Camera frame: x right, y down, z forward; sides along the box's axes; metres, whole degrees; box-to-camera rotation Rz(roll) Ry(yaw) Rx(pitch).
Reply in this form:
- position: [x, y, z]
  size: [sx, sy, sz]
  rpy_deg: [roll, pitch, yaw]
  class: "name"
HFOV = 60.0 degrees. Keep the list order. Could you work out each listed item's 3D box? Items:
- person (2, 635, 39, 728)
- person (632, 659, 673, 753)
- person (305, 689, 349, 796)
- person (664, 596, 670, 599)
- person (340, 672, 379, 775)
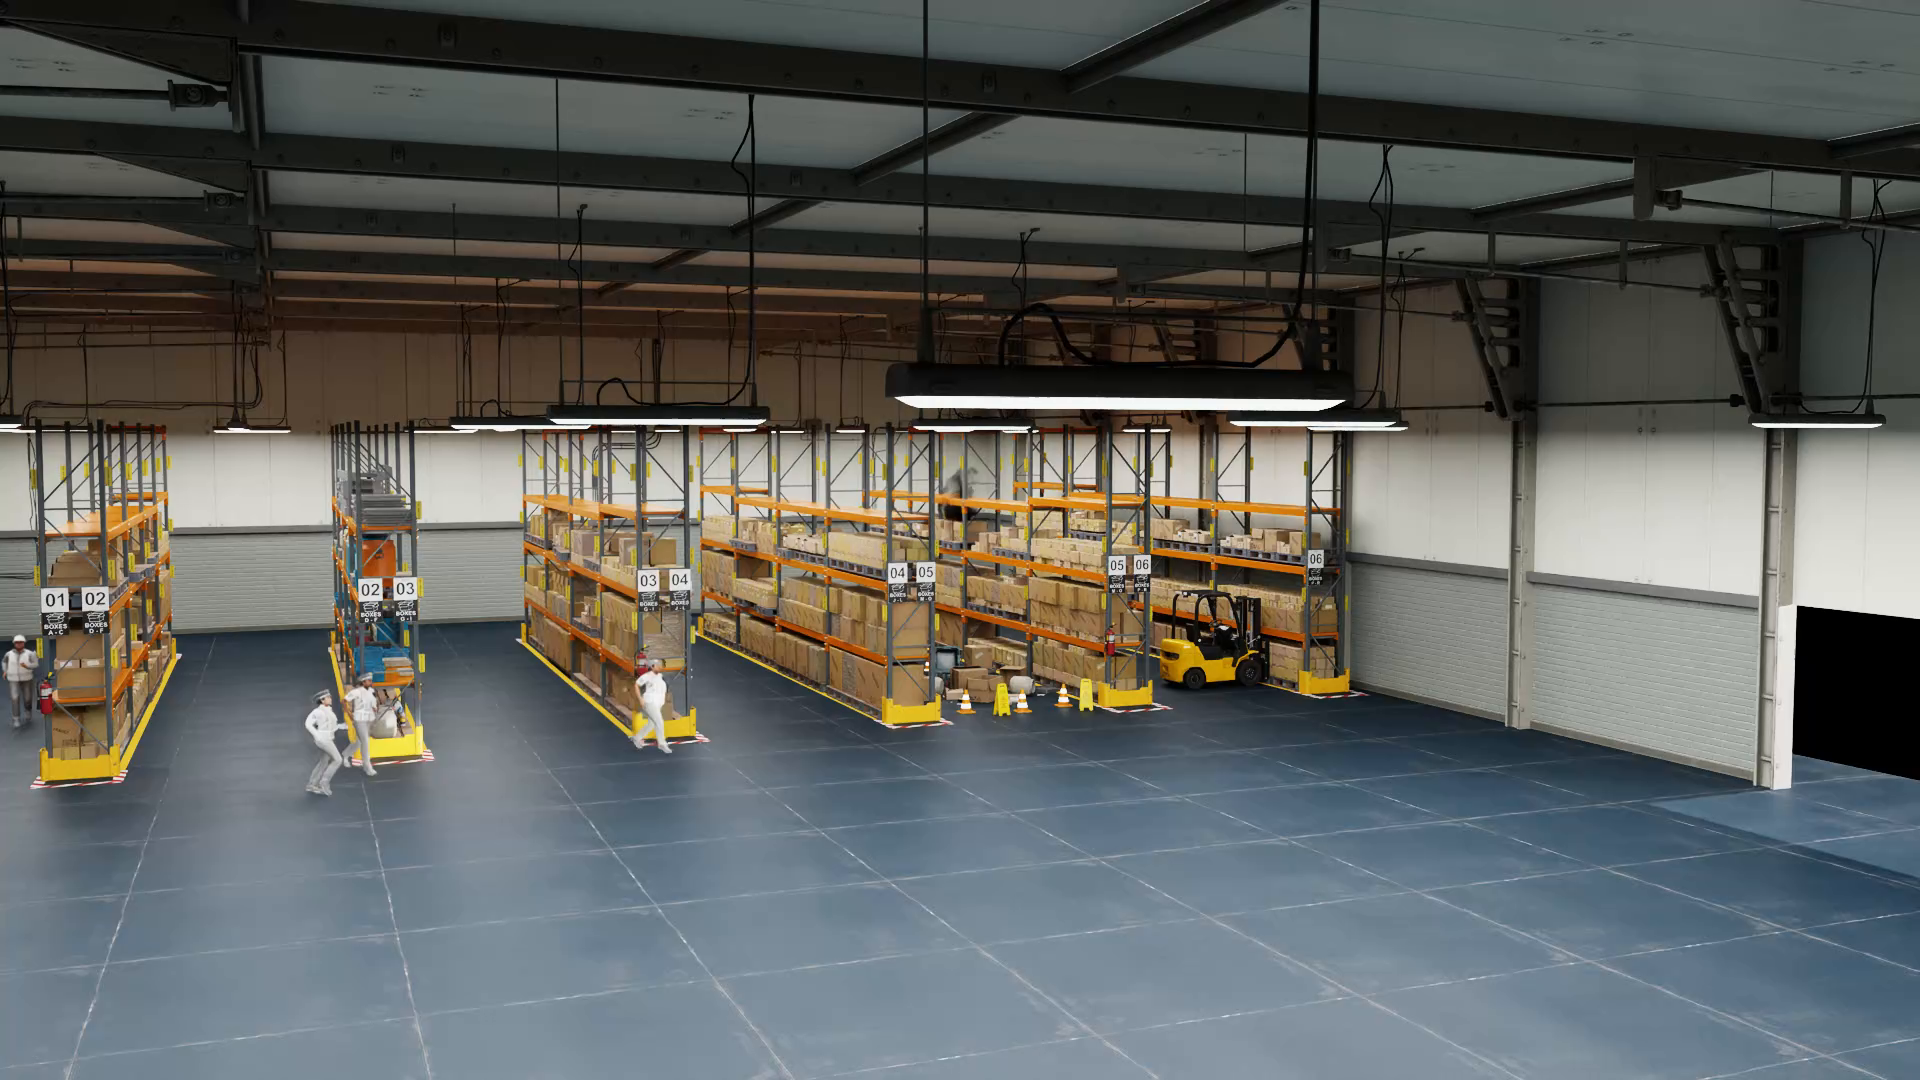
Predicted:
- position: [-18.550, 2.760, 32.827]
  size: [0.654, 1.762, 0.967]
  rpy_deg: [-2, 4, -26]
  class: "person"
- position: [-5.540, 3.001, 30.255]
  size: [0.890, 1.657, 0.612]
  rpy_deg: [2, 4, 23]
  class: "person"
- position: [-10.113, 3.227, 26.534]
  size: [0.683, 1.704, 0.587]
  rpy_deg: [0, 4, -7]
  class: "person"
- position: [-8.492, 1.871, 48.422]
  size: [0.779, 1.702, 0.753]
  rpy_deg: [2, 4, 30]
  class: "person"
- position: [-10.213, 3.114, 28.437]
  size: [0.914, 1.699, 0.619]
  rpy_deg: [1, 4, 22]
  class: "person"
